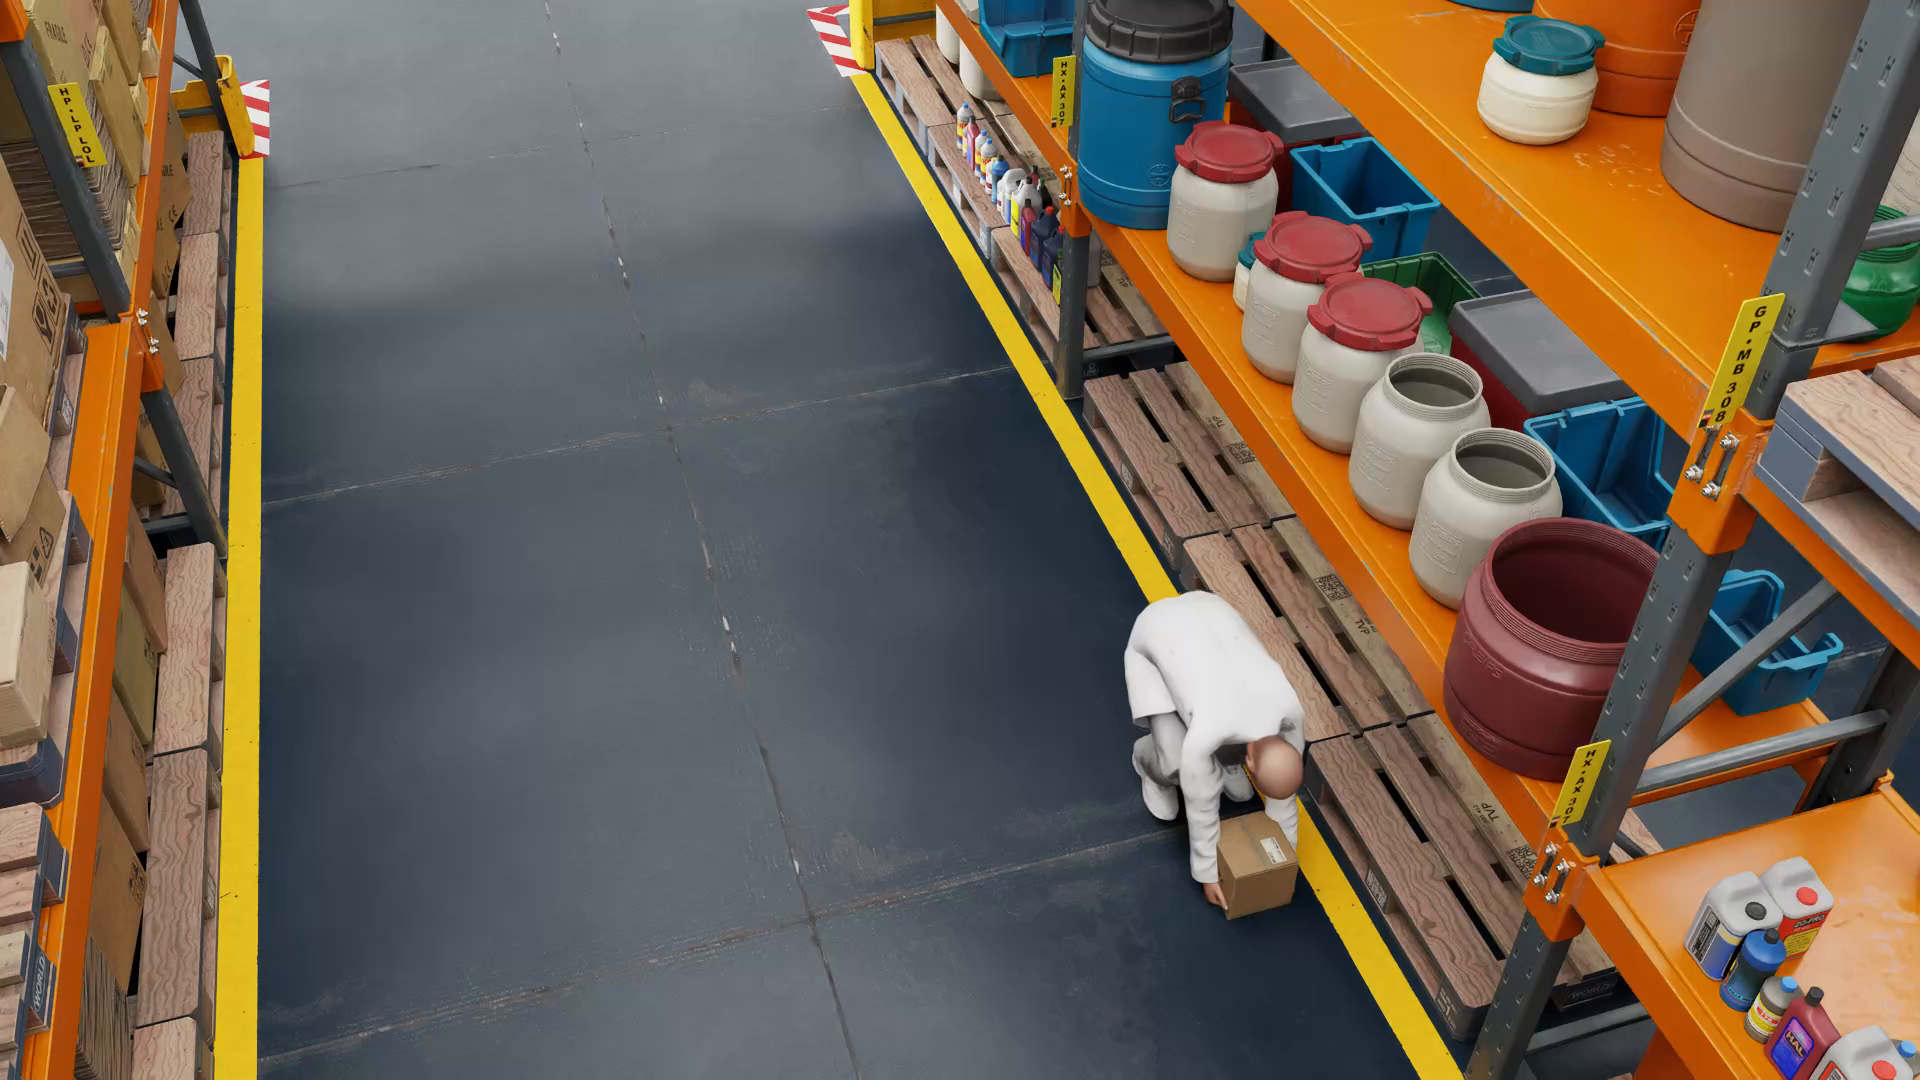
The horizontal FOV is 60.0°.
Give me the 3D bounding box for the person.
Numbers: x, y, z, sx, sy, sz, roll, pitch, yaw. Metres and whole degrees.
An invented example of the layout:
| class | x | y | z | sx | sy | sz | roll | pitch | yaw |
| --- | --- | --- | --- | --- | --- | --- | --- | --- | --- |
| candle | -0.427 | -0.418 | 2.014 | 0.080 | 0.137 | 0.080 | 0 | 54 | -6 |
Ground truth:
| class | x | y | z | sx | sy | sz | roll | pitch | yaw |
| --- | --- | --- | --- | --- | --- | --- | --- | --- | --- |
| person | 0.935 | 0.720 | 6.061 | 0.591 | 0.885 | 0.957 | -13 | 43 | -14 |
